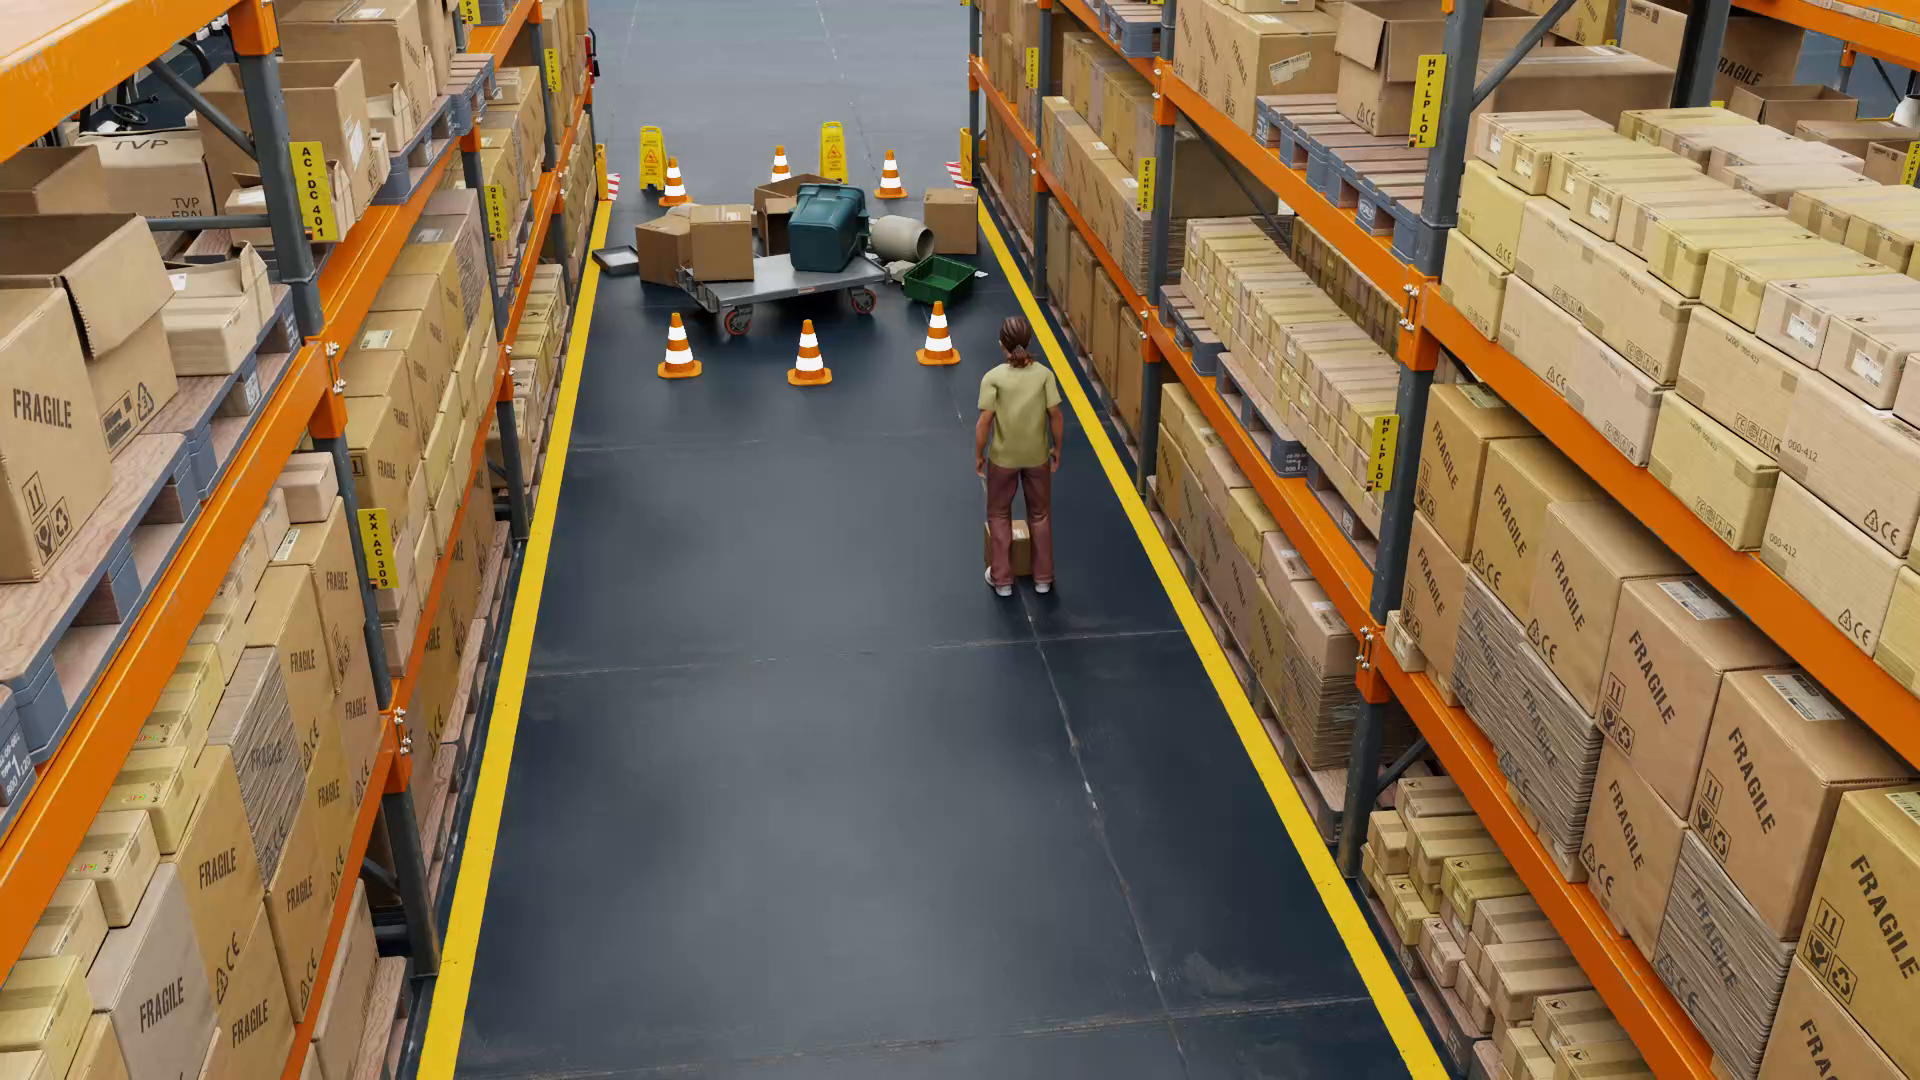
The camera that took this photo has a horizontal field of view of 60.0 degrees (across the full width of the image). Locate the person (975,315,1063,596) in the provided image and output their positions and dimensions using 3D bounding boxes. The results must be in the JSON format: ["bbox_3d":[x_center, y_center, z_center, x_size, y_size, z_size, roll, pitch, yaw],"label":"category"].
[{"bbox_3d":[0.330,-0.468,9.529,0.505,1.672,0.351,-4,28,-8],"label":"person"}]
